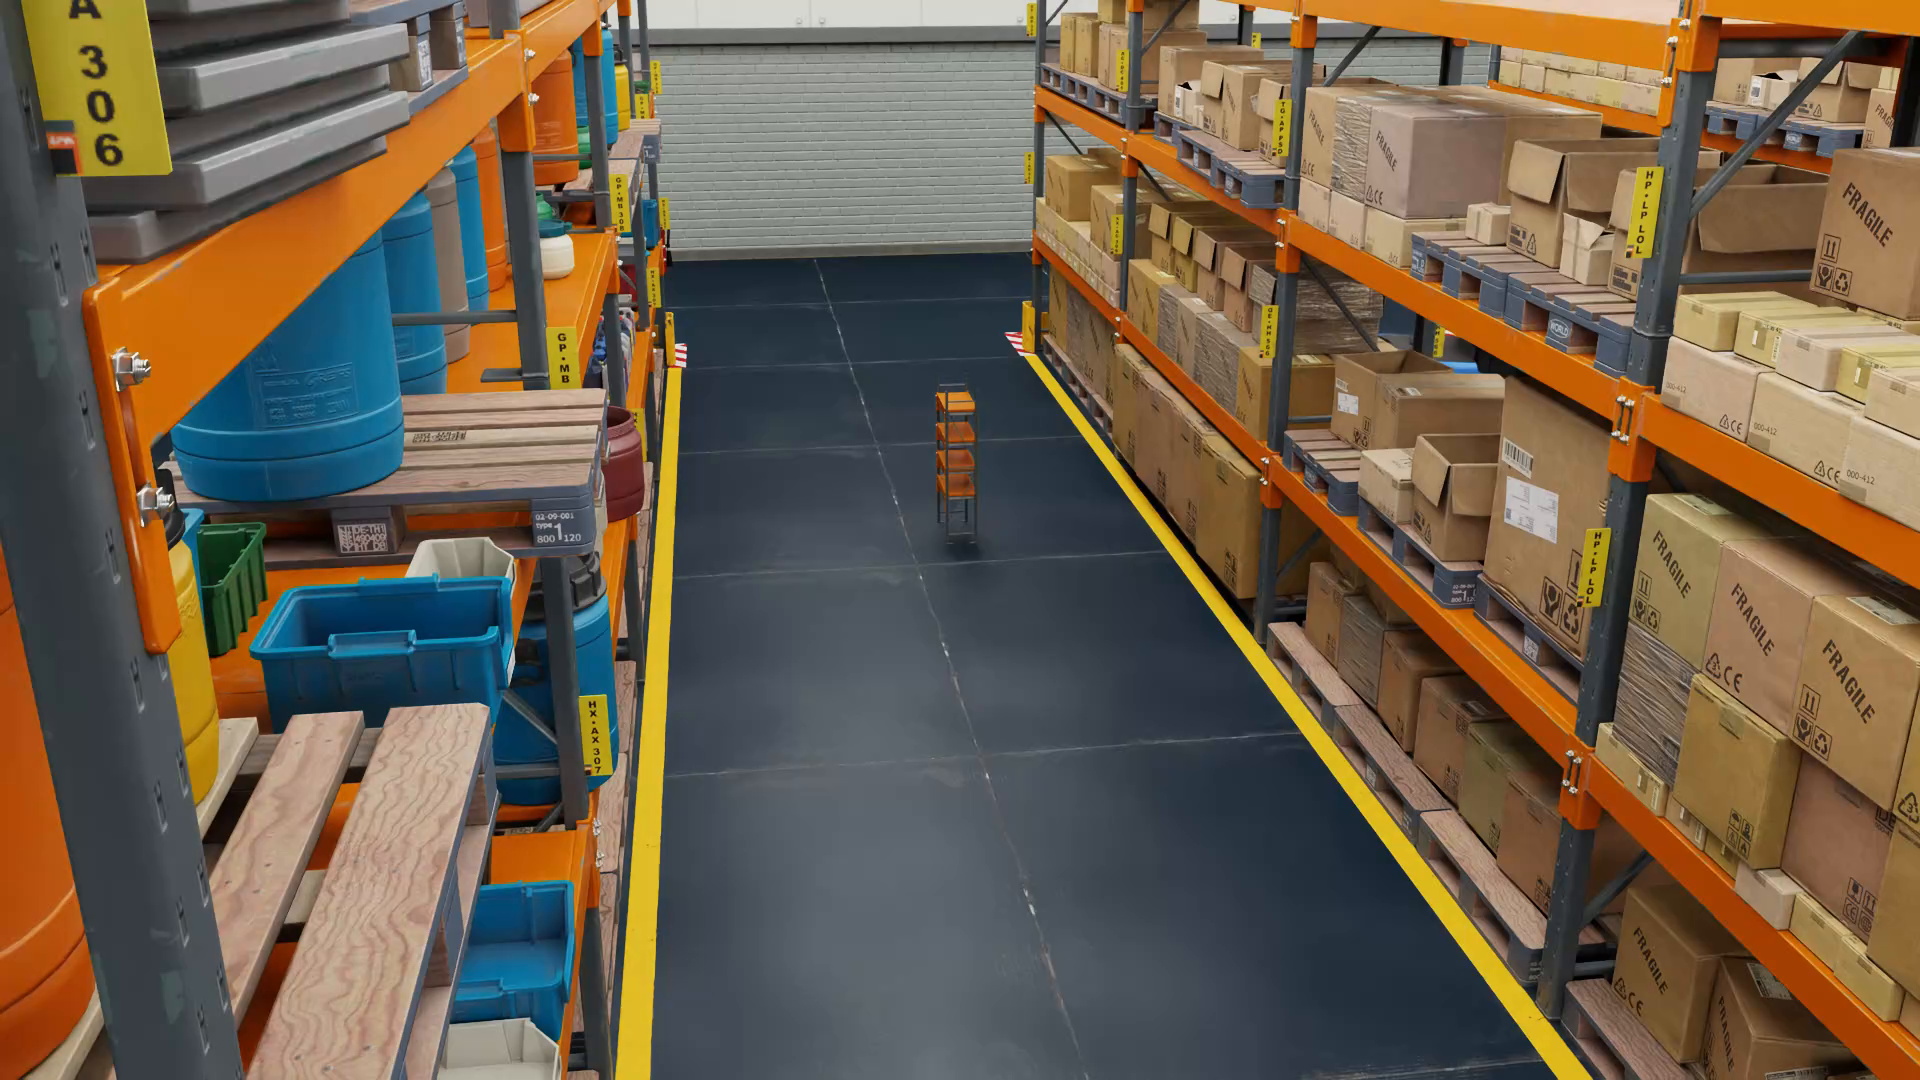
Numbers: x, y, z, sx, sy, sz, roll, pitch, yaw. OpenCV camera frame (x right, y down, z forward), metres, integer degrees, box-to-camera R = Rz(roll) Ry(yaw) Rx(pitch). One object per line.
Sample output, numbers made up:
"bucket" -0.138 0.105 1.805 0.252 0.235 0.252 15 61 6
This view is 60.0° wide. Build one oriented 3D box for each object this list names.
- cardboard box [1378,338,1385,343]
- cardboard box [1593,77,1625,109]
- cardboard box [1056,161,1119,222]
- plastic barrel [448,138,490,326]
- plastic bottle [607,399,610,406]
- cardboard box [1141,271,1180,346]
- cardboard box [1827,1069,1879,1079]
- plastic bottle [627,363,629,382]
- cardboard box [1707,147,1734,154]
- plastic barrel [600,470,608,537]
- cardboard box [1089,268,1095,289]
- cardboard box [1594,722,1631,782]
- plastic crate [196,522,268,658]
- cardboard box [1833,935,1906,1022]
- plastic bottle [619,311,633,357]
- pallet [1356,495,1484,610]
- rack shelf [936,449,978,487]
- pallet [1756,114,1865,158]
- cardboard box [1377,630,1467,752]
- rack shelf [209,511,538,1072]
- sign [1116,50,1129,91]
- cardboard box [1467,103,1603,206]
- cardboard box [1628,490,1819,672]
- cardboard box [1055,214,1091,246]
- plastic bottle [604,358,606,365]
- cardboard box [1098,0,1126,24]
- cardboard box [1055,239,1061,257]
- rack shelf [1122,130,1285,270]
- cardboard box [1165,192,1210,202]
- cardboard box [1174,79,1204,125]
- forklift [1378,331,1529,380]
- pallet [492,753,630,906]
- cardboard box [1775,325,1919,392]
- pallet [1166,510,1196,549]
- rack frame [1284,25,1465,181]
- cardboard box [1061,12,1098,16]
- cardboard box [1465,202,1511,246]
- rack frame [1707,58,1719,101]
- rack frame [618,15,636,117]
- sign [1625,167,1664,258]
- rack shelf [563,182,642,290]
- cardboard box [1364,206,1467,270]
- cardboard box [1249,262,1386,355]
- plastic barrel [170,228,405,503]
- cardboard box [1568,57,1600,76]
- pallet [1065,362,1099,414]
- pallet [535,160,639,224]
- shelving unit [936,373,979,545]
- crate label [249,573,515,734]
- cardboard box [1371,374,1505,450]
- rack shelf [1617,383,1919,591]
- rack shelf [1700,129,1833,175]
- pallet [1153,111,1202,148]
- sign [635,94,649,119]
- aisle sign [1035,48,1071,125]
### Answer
"cardboard box" 2.563 -1.169 11.416 0.500 0.500 0.500 -3 21 -9
"cardboard box" 6.315 -4.202 15.608 0.500 0.250 0.500 -3 21 -8
"cardboard box" 1.242 -3.420 16.304 0.500 0.500 0.500 -3 21 -9
"plastic barrel" -2.360 -1.385 7.134 0.600 0.901 0.708 -3 21 -8
"plastic bottle" -2.270 -0.780 10.695 0.152 0.276 0.135 -3 21 -8
"cardboard box" 1.757 -1.848 13.233 0.500 0.500 0.500 -3 21 -8
"cardboard box" 3.293 2.147 5.654 0.500 0.500 0.500 -5 21 -13
"plastic bottle" -2.438 -1.217 11.971 0.097 0.201 0.097 0 20 0
"cardboard box" 6.873 -3.364 15.438 0.500 0.500 0.500 -4 21 -9
"plastic barrel" -2.101 -0.219 8.856 0.421 0.512 0.421 0 20 0
"cardboard box" 1.385 -2.385 15.174 0.380 0.149 0.250 -3 21 -7
"cardboard box" 2.751 0.830 6.565 0.380 0.149 0.250 -3 21 -8
"plastic crate" -1.926 0.127 4.105 0.336 0.188 0.450 -3 21 -8
"cardboard box" 2.980 1.349 5.176 0.380 0.149 0.250 -3 21 -8
"plastic bottle" -2.581 -1.572 12.709 0.144 0.351 0.185 -3 21 -8
"pallet" 2.767 0.011 8.673 1.003 0.211 1.213 -3 21 -8
"rack shelf" -0.024 -0.556 12.683 0.258 0.148 0.480 -3 21 -8
"pallet" 6.923 -3.101 12.713 1.213 0.211 1.003 -3 21 -8
"cardboard box" 2.738 0.821 9.174 0.700 0.500 0.500 -1 21 -3
"rack shelf" -1.596 0.497 3.839 1.077 0.370 4.000 -3 21 -8
"sign" 1.315 -3.803 13.471 0.100 0.325 0.005 -3 21 -8
"cardboard box" 2.898 -1.946 8.496 0.500 0.500 0.500 -3 21 -7
"cardboard box" 2.831 0.137 6.065 0.500 0.500 0.500 -3 21 -8
"cardboard box" 1.240 -3.067 16.430 0.500 0.250 0.500 -4 21 -10
"plastic bottle" -2.479 -1.201 11.827 0.097 0.271 0.097 0 20 0
"cardboard box" 1.569 -4.879 15.247 0.500 0.250 0.500 -4 21 -9
"cardboard box" 1.162 -2.919 16.603 0.380 0.149 0.250 -3 21 -9
"rack shelf" 2.153 -2.523 11.924 1.077 0.370 4.000 -3 21 -8
"cardboard box" 2.048 -2.746 14.498 0.500 0.500 0.500 -3 21 -8
"cardboard box" 1.933 -3.323 12.565 0.500 0.311 0.500 -4 21 -10
"forklift" 4.966 -1.930 13.694 3.031 2.935 1.130 3 21 8
"pallet" -2.215 1.486 8.436 1.003 0.211 1.213 -3 21 -8
"cardboard box" 2.883 -0.586 5.357 0.380 0.149 0.250 -3 21 -7
"pallet" 2.229 -0.154 12.826 1.003 0.211 1.213 -3 21 -8
"rack frame" 2.441 -3.572 9.419 1.000 3.000 0.127 -3 21 -8
"cardboard box" 1.416 -5.050 16.777 0.700 0.500 0.500 -4 21 -11
"cardboard box" 2.648 -1.514 7.928 0.380 0.166 0.250 -3 21 -9
"rack frame" 6.787 -5.172 13.703 1.000 3.000 0.127 -3 21 -8
"rack frame" -3.037 -4.707 12.458 1.000 3.000 0.127 -3 21 -8
"sign" 2.469 -1.180 5.998 0.100 0.325 0.005 -3 21 -8
"rack shelf" -2.749 -2.273 11.255 1.077 0.370 4.000 -3 21 -8
"cardboard box" 2.414 -1.566 8.549 0.500 0.250 0.500 -2 21 -7
"cardboard box" 2.351 -1.533 10.956 0.797 0.503 0.637 -2 21 -6
"plastic barrel" -1.846 -0.614 4.469 0.600 0.901 0.708 -3 21 -8
"cardboard box" 6.228 -4.620 16.011 0.500 0.250 0.500 -4 21 -10
"pallet" 1.653 -1.531 16.514 1.003 0.211 1.213 -3 21 -8
"pallet" -2.474 -2.099 10.031 1.003 0.211 1.213 -3 21 -8
"shelving unit" -0.024 -0.619 12.660 0.258 1.200 0.503 -3 21 -8
"crate label" -1.250 0.258 3.665 0.502 0.251 0.408 -3 21 -8
"cardboard box" 2.738 -0.632 9.379 0.700 0.500 0.500 0 20 0
"rack shelf" 3.306 0.247 4.508 1.077 0.370 4.000 -3 21 -8
"rack shelf" 7.075 -2.738 12.500 1.077 0.370 4.000 -3 21 -8
"pallet" 2.045 -3.147 12.842 0.805 0.209 1.217 -4 21 -10
"sign" -2.492 -3.333 13.054 0.100 0.325 0.005 -3 21 -8
"aisle sign" 0.980 -4.759 17.456 0.394 0.787 0.004 -3 21 -8
